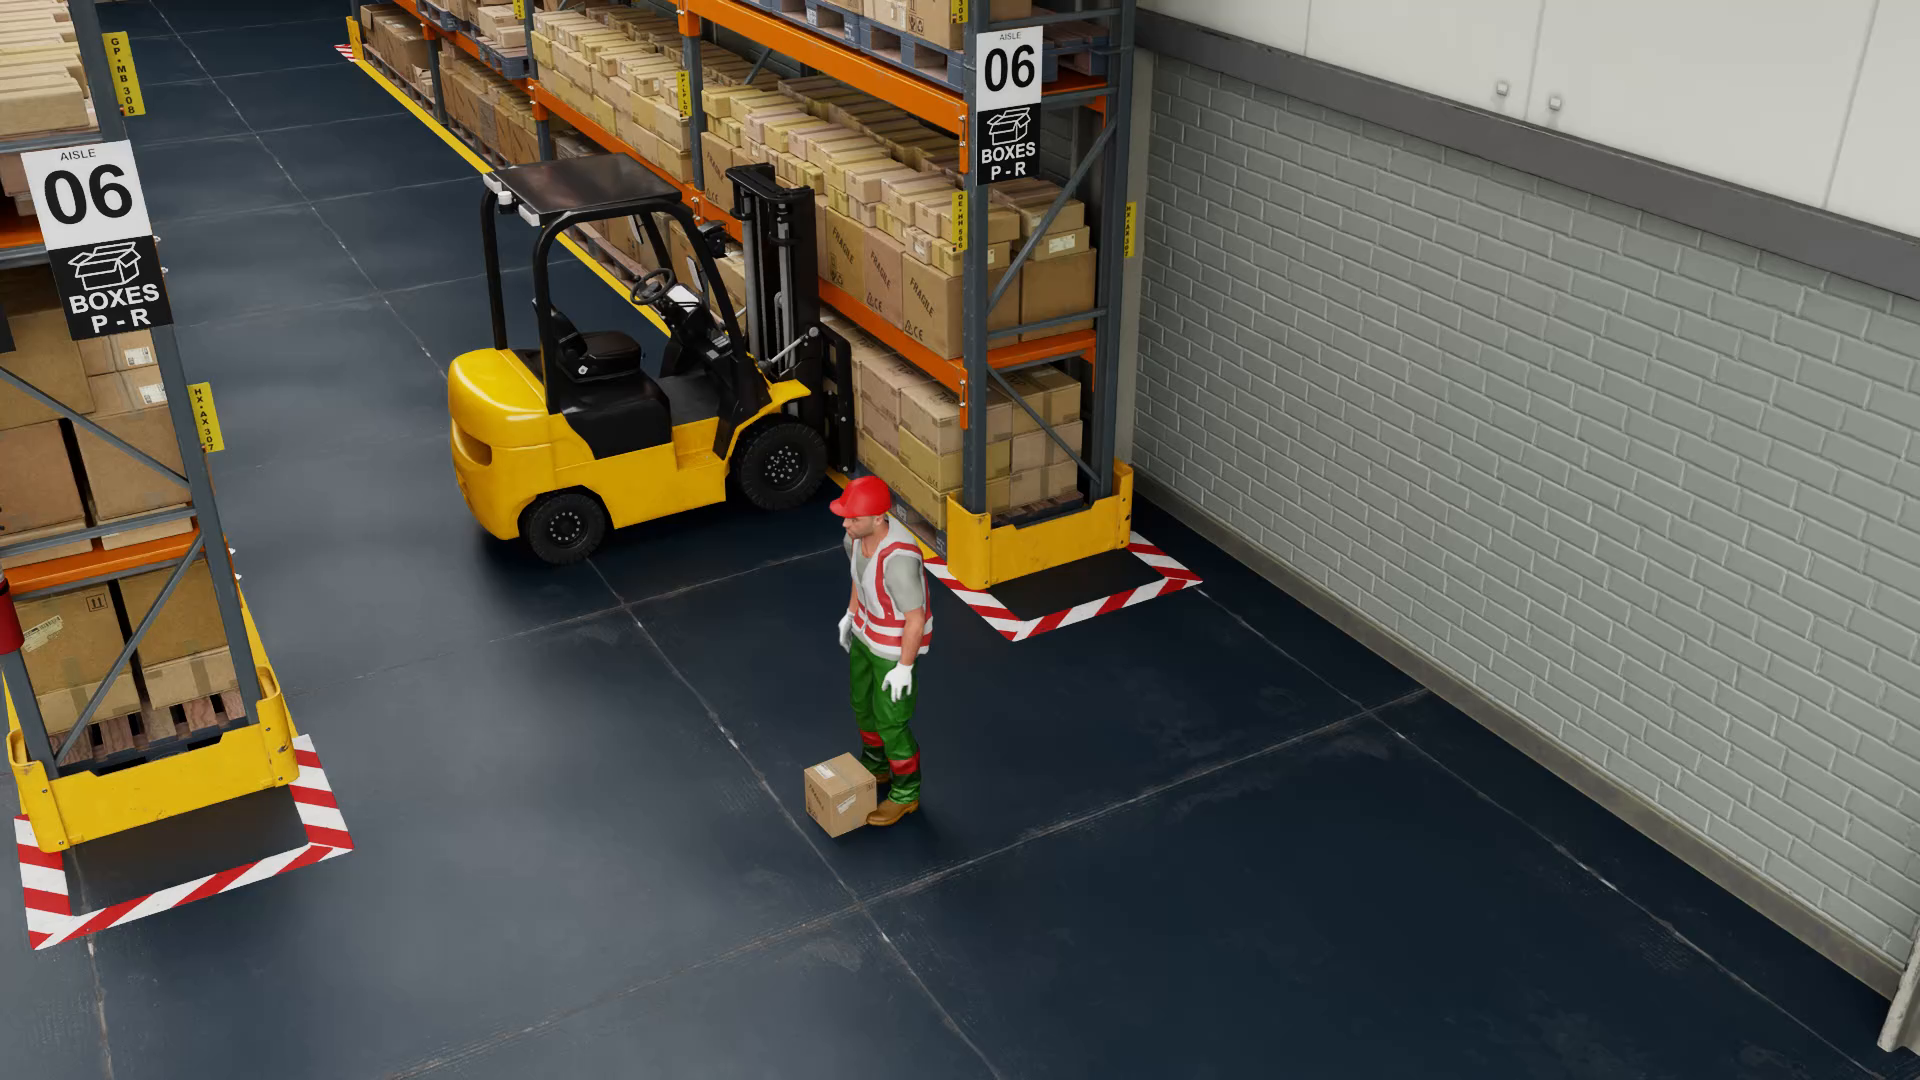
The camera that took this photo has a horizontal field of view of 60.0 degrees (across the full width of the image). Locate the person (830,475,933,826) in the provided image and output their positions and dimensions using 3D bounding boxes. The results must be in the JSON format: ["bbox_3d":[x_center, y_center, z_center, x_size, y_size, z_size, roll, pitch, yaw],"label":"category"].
[{"bbox_3d":[-0.371,0.487,7.662,0.449,1.779,0.609,-16,32,-26],"label":"person"}]
